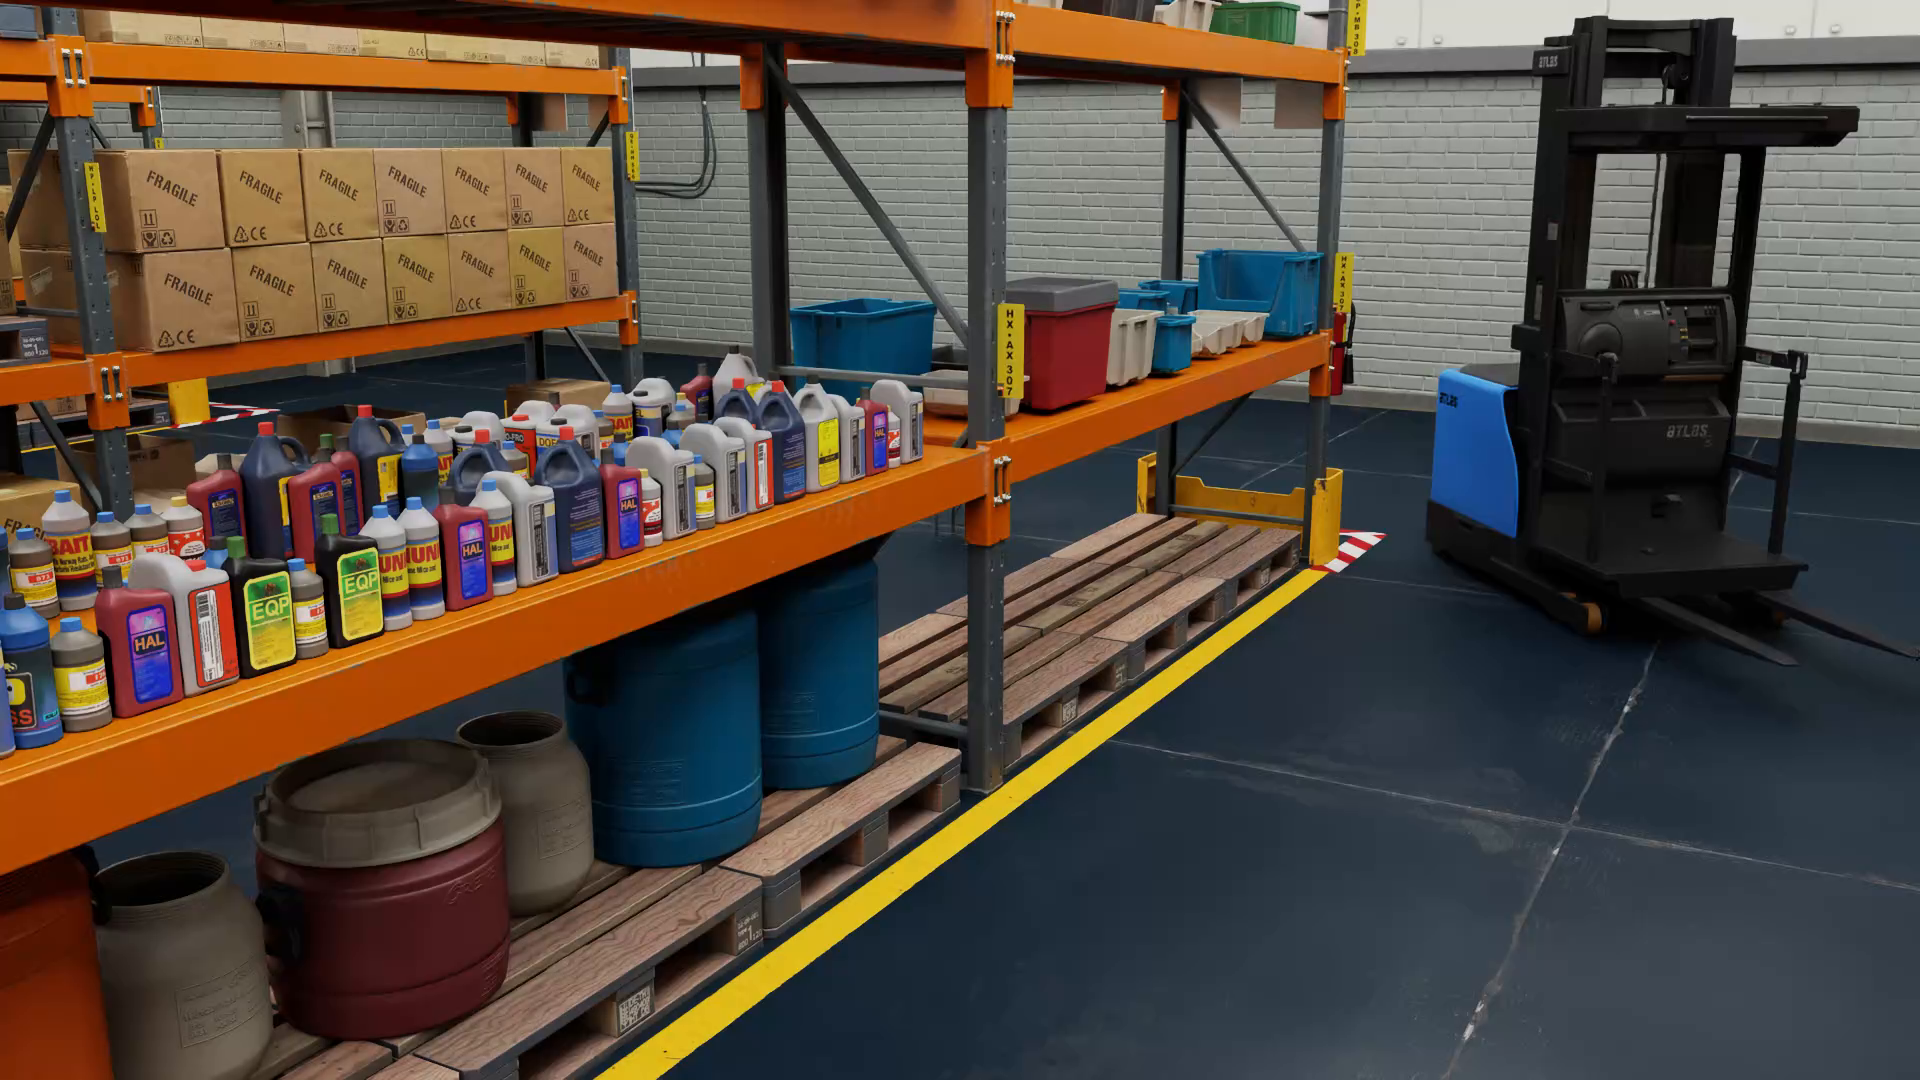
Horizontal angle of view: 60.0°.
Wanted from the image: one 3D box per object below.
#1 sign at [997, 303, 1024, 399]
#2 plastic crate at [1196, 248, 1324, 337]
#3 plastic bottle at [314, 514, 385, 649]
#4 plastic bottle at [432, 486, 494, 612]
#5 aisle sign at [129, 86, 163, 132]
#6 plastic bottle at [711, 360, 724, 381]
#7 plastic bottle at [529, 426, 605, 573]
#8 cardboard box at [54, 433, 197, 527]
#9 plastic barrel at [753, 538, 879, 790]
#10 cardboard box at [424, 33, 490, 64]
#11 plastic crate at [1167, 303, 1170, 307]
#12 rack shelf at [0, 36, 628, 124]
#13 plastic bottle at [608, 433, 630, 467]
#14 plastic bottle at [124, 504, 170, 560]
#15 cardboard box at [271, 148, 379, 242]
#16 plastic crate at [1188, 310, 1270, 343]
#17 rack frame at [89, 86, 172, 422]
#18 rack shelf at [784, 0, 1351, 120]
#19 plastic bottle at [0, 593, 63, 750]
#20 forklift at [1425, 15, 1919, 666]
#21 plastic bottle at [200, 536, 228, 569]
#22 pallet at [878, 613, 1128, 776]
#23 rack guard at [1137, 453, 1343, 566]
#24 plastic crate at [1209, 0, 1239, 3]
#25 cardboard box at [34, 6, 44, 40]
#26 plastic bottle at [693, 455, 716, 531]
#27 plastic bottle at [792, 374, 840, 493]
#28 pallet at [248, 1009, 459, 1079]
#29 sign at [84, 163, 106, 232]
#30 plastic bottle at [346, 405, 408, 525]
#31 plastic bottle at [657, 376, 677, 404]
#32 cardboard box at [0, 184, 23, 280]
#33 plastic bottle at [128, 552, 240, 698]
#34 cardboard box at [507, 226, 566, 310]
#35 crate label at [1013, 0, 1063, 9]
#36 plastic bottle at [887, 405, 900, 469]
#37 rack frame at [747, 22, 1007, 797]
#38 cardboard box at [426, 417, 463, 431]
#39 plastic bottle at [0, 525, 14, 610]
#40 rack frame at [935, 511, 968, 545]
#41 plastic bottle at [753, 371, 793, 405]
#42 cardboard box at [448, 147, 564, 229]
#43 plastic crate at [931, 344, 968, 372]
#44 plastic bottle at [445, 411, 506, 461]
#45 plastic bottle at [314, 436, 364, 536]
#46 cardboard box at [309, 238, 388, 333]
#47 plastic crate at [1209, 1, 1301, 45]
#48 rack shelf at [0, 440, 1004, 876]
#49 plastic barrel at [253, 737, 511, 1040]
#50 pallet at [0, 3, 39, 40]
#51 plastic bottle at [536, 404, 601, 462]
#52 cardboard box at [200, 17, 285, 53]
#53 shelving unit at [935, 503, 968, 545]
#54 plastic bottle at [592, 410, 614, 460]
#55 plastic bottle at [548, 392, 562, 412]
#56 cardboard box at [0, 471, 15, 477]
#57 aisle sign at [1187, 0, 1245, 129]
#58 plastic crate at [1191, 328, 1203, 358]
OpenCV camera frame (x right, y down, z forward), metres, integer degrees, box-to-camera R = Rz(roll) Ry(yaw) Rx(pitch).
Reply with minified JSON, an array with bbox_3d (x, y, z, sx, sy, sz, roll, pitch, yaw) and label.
[{"bbox_3d":[0.175,-0.654,5.754,0.100,0.325,0.005,7,15,28],"label":"sign"},{"bbox_3d":[1.630,-1.359,9.067,0.616,0.435,0.499,7,15,28],"label":"plastic crate"},{"bbox_3d":[-1.307,0.079,3.555,0.061,0.283,0.133,7,15,28],"label":"plastic bottle"},{"bbox_3d":[-1.149,0.011,3.835,0.061,0.283,0.133,7,15,28],"label":"plastic bottle"},{"bbox_3d":[-6.747,-3.770,13.722,0.394,0.787,0.004,7,15,28],"label":"aisle sign"},{"bbox_3d":[-0.856,-0.498,5.949,0.061,0.283,0.133,7,15,28],"label":"plastic bottle"},{"bbox_3d":[-0.996,-0.106,4.179,0.144,0.351,0.185,7,15,28],"label":"plastic bottle"},{"bbox_3d":[-4.613,-0.292,9.237,0.500,0.500,0.500,7,15,28],"label":"cardboard box"},{"bbox_3d":[-0.583,0.344,5.789,0.600,0.901,0.708,7,15,28],"label":"plastic barrel"},{"bbox_3d":[-3.205,-3.009,10.035,0.500,0.250,0.500,7,15,28],"label":"cardboard box"},{"bbox_3d":[0.993,-1.234,9.185,0.250,0.136,0.298,7,15,28],"label":"plastic crate"},{"bbox_3d":[-3.673,-2.663,9.813,1.077,0.370,4.000,7,15,28],"label":"rack shelf"},{"bbox_3d":[-0.929,-0.158,4.565,0.097,0.271,0.097,0,14,0],"label":"plastic bottle"},{"bbox_3d":[-1.951,0.015,3.994,0.097,0.201,0.097,0,14,0],"label":"plastic bottle"},{"bbox_3d":[-3.668,-1.955,9.394,0.500,0.500,0.500,7,15,26],"label":"cardboard box"},{"bbox_3d":[1.392,-1.116,8.696,0.396,0.136,0.243,7,15,28],"label":"plastic crate"},{"bbox_3d":[-7.044,-2.525,14.107,1.000,3.000,0.127,7,15,28],"label":"rack frame"},{"bbox_3d":[0.661,-2.101,7.482,1.077,0.370,4.000,7,15,28],"label":"rack shelf"},{"bbox_3d":[-1.667,0.229,2.960,0.097,0.271,0.097,0,14,0],"label":"plastic bottle"},{"bbox_3d":[3.496,-1.050,8.137,1.130,2.935,3.031,-2,14,-10],"label":"forklift"},{"bbox_3d":[-1.497,0.127,3.382,0.097,0.271,0.097,0,14,0],"label":"plastic bottle"},{"bbox_3d":[0.016,0.619,7.018,1.003,0.211,1.213,7,15,28],"label":"pallet"},{"bbox_3d":[1.628,-0.194,9.770,1.175,0.500,0.348,7,15,28],"label":"rack guard"},{"bbox_3d":[1.198,-2.750,8.918,0.497,0.269,0.590,7,15,28],"label":"plastic crate"},{"bbox_3d":[-4.638,-2.659,8.583,0.500,0.250,0.500,7,15,28],"label":"cardboard box"},{"bbox_3d":[-0.731,-0.135,4.617,0.097,0.201,0.097,0,14,0],"label":"plastic bottle"},{"bbox_3d":[-0.463,-0.332,5.117,0.144,0.351,0.185,7,15,28],"label":"plastic bottle"},{"bbox_3d":[-1.895,1.428,3.660,1.003,0.211,1.213,7,15,28],"label":"pallet"},{"bbox_3d":[-4.152,-1.645,7.984,0.100,0.325,0.005,7,15,28],"label":"sign"},{"bbox_3d":[-1.597,-0.196,4.553,0.144,0.351,0.185,7,15,28],"label":"plastic bottle"},{"bbox_3d":[-1.008,-0.419,5.647,0.097,0.271,0.097,0,14,0],"label":"plastic bottle"},{"bbox_3d":[-7.624,-2.414,13.008,0.980,0.700,0.700,7,15,28],"label":"cardboard box"},{"bbox_3d":[-1.523,0.152,3.267,0.152,0.276,0.135,7,15,28],"label":"plastic bottle"},{"bbox_3d":[-2.932,-1.784,10.818,0.500,0.500,0.500,8,15,29],"label":"cardboard box"},{"bbox_3d":[0.184,-1.980,6.007,0.293,0.136,0.466,7,15,28],"label":"crate label"},{"bbox_3d":[-0.245,-0.341,5.471,0.097,0.201,0.097,0,14,0],"label":"plastic bottle"},{"bbox_3d":[-0.306,-0.582,6.047,1.000,3.000,0.127,7,15,28],"label":"rack frame"},{"bbox_3d":[-3.459,-0.660,11.298,0.500,0.250,0.500,7,15,28],"label":"cardboard box"},{"bbox_3d":[-2.140,0.061,3.654,0.097,0.271,0.097,0,14,0],"label":"plastic bottle"},{"bbox_3d":[-0.045,-0.418,9.848,0.240,0.900,0.006,7,15,28],"label":"rack frame"},{"bbox_3d":[-0.590,-0.349,5.184,0.144,0.351,0.185,7,15,28],"label":"plastic bottle"},{"bbox_3d":[-2.924,-2.273,10.715,0.500,0.500,0.500,8,16,30],"label":"cardboard box"},{"bbox_3d":[0.000,-0.737,7.151,0.437,0.125,0.590,7,15,28],"label":"plastic crate"},{"bbox_3d":[-1.423,-0.232,4.861,0.152,0.276,0.135,7,15,28],"label":"plastic bottle"},{"bbox_3d":[-1.657,-0.129,4.416,0.061,0.283,0.133,7,15,28],"label":"plastic bottle"},{"bbox_3d":[-3.666,-1.474,9.534,0.500,0.500,0.500,7,15,28],"label":"cardboard box"},{"bbox_3d":[1.401,-2.523,8.151,0.450,0.188,0.336,7,15,28],"label":"plastic crate"},{"bbox_3d":[-1.272,0.178,4.429,1.077,0.370,4.000,7,15,28],"label":"rack shelf"},{"bbox_3d":[-1.472,0.873,4.262,0.600,0.588,0.708,7,15,28],"label":"plastic barrel"},{"bbox_3d":[-5.017,-2.385,7.526,1.213,0.211,1.003,7,15,28],"label":"pallet"},{"bbox_3d":[-1.177,-0.263,4.987,0.152,0.276,0.135,7,15,28],"label":"plastic bottle"},{"bbox_3d":[-3.943,-2.703,8.765,0.500,0.250,0.500,7,15,28],"label":"cardboard box"},{"bbox_3d":[0.004,-0.439,9.935,0.258,0.900,0.210,7,15,28],"label":"shelving unit"},{"bbox_3d":[-1.167,-0.318,5.375,0.097,0.201,0.097,0,14,0],"label":"plastic bottle"},{"bbox_3d":[-1.286,-0.316,5.193,0.061,0.283,0.133,7,15,28],"label":"plastic bottle"},{"bbox_3d":[-5.087,-0.071,8.322,0.500,0.500,0.500,7,15,26],"label":"cardboard box"},{"bbox_3d":[1.403,-2.715,9.347,0.394,0.787,0.004,7,15,28],"label":"aisle sign"},{"bbox_3d":[1.000,-0.935,7.947,0.298,0.136,0.250,7,15,28],"label":"plastic crate"}]
